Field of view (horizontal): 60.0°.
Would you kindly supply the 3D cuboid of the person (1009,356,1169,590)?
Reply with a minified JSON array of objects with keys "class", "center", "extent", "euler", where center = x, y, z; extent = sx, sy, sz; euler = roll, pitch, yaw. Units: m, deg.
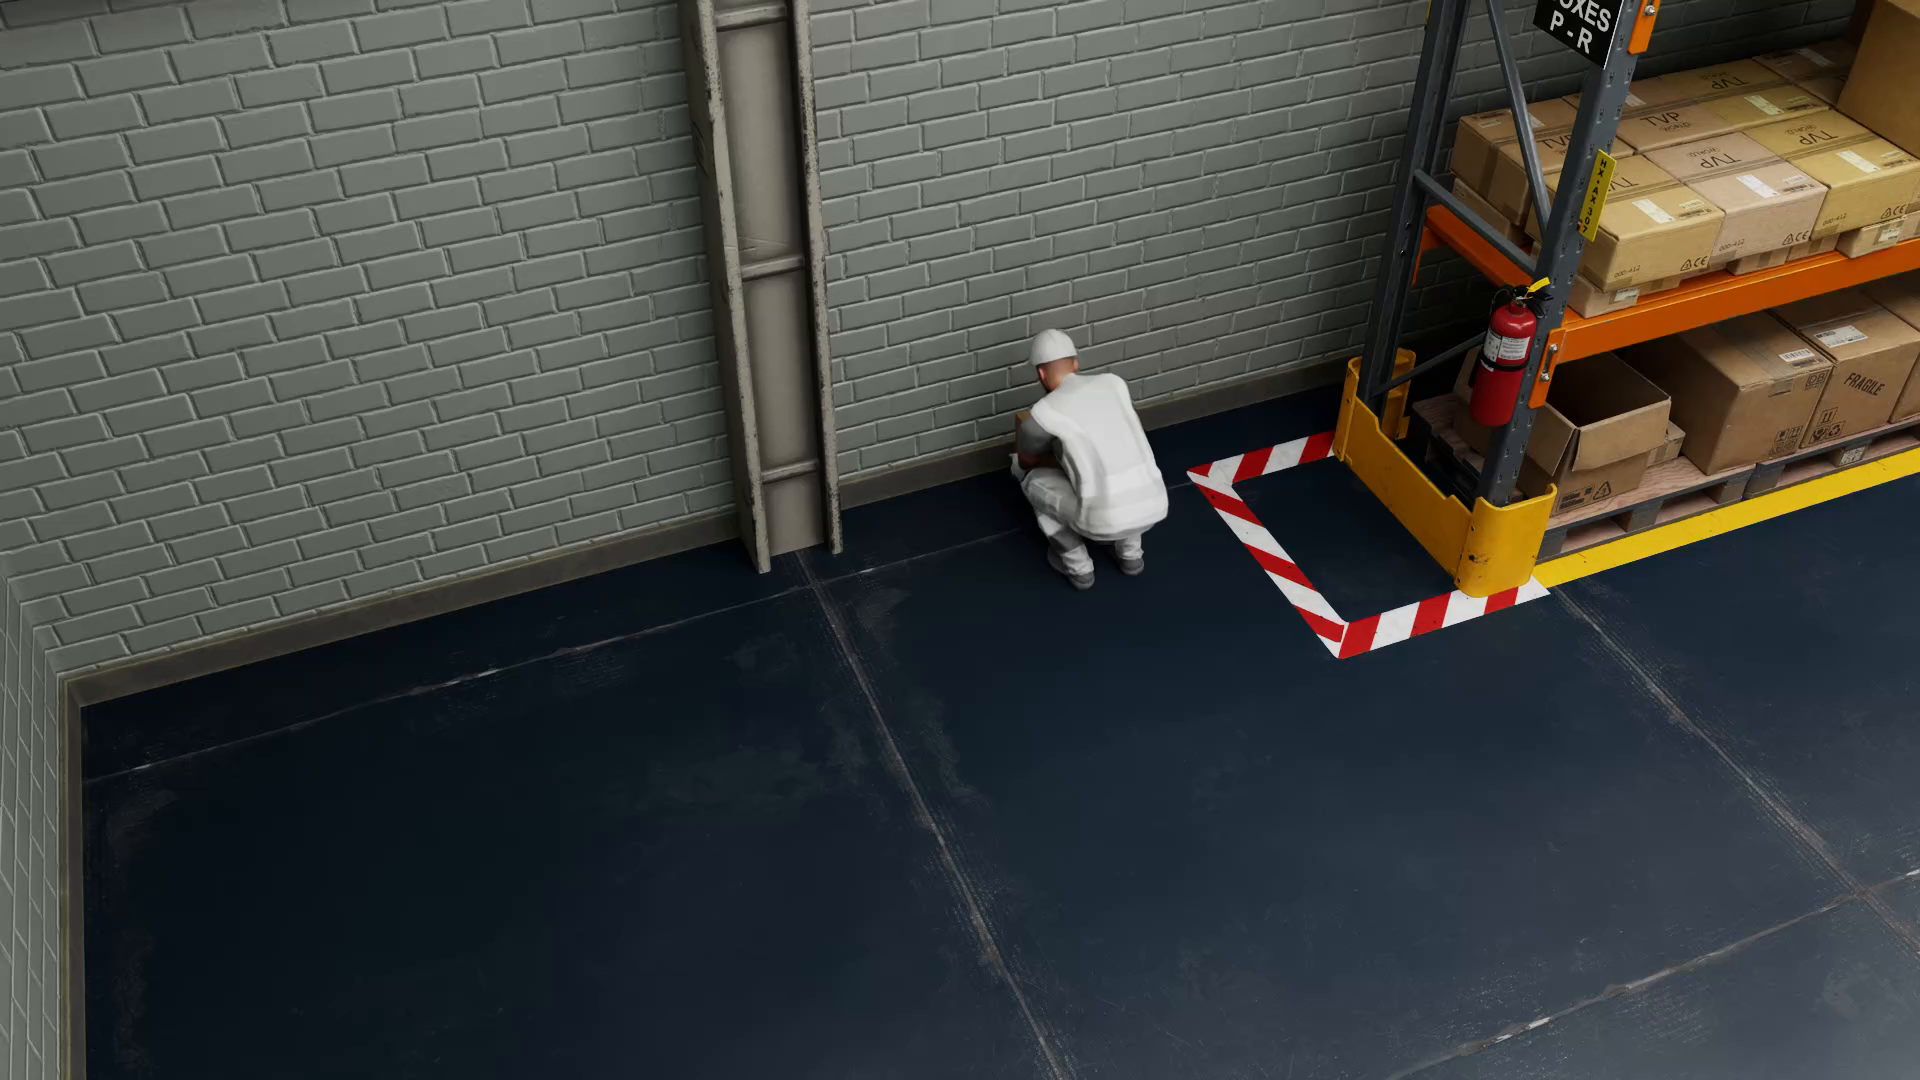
[{"class":"person","center":[0.545,-0.343,7.163],"extent":[0.533,0.962,0.890],"euler":[-16,44,-17]}]
